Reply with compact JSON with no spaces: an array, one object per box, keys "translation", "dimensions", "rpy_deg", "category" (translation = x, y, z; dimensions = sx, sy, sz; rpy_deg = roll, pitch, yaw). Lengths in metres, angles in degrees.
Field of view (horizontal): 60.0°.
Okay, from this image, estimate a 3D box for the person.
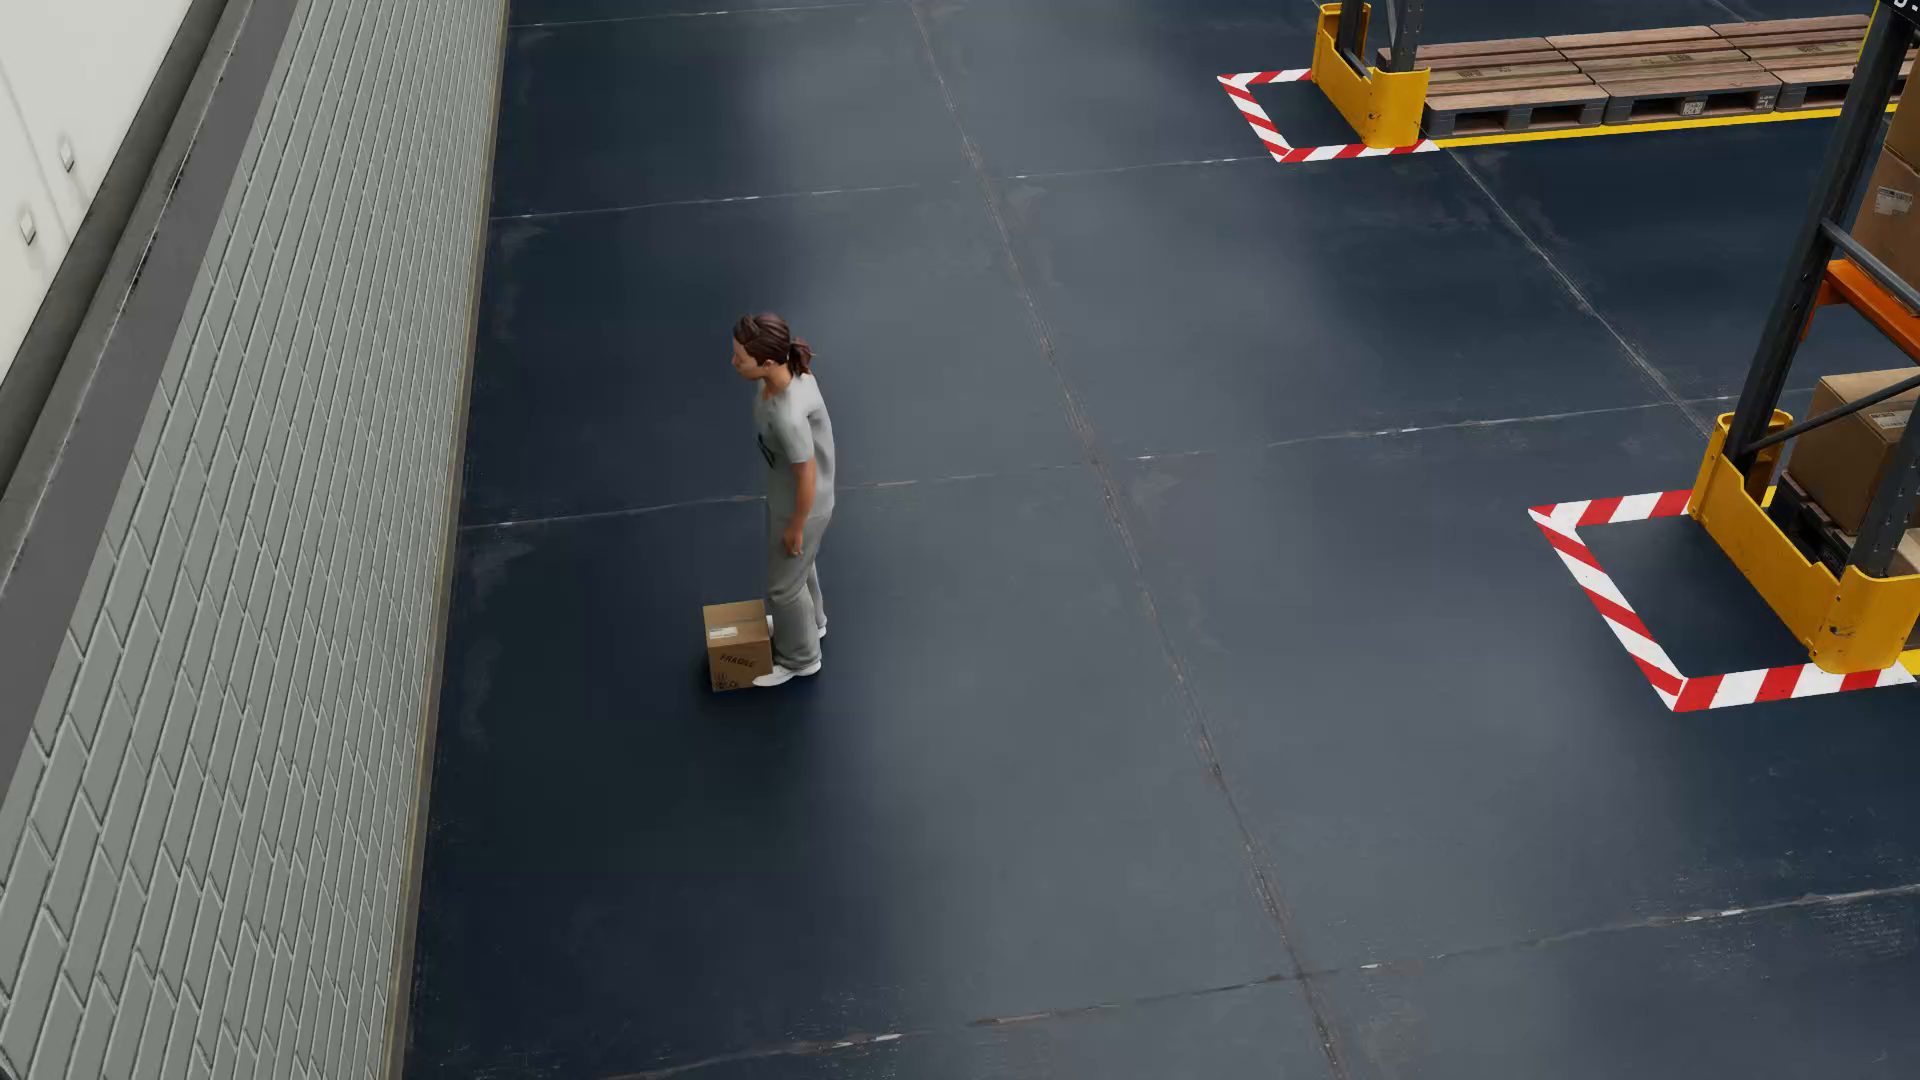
[{"translation":[-0.683,-0.155,6.349],"dimensions":[0.416,1.671,0.504],"rpy_deg":[-8,40,-10],"category":"person"}]
